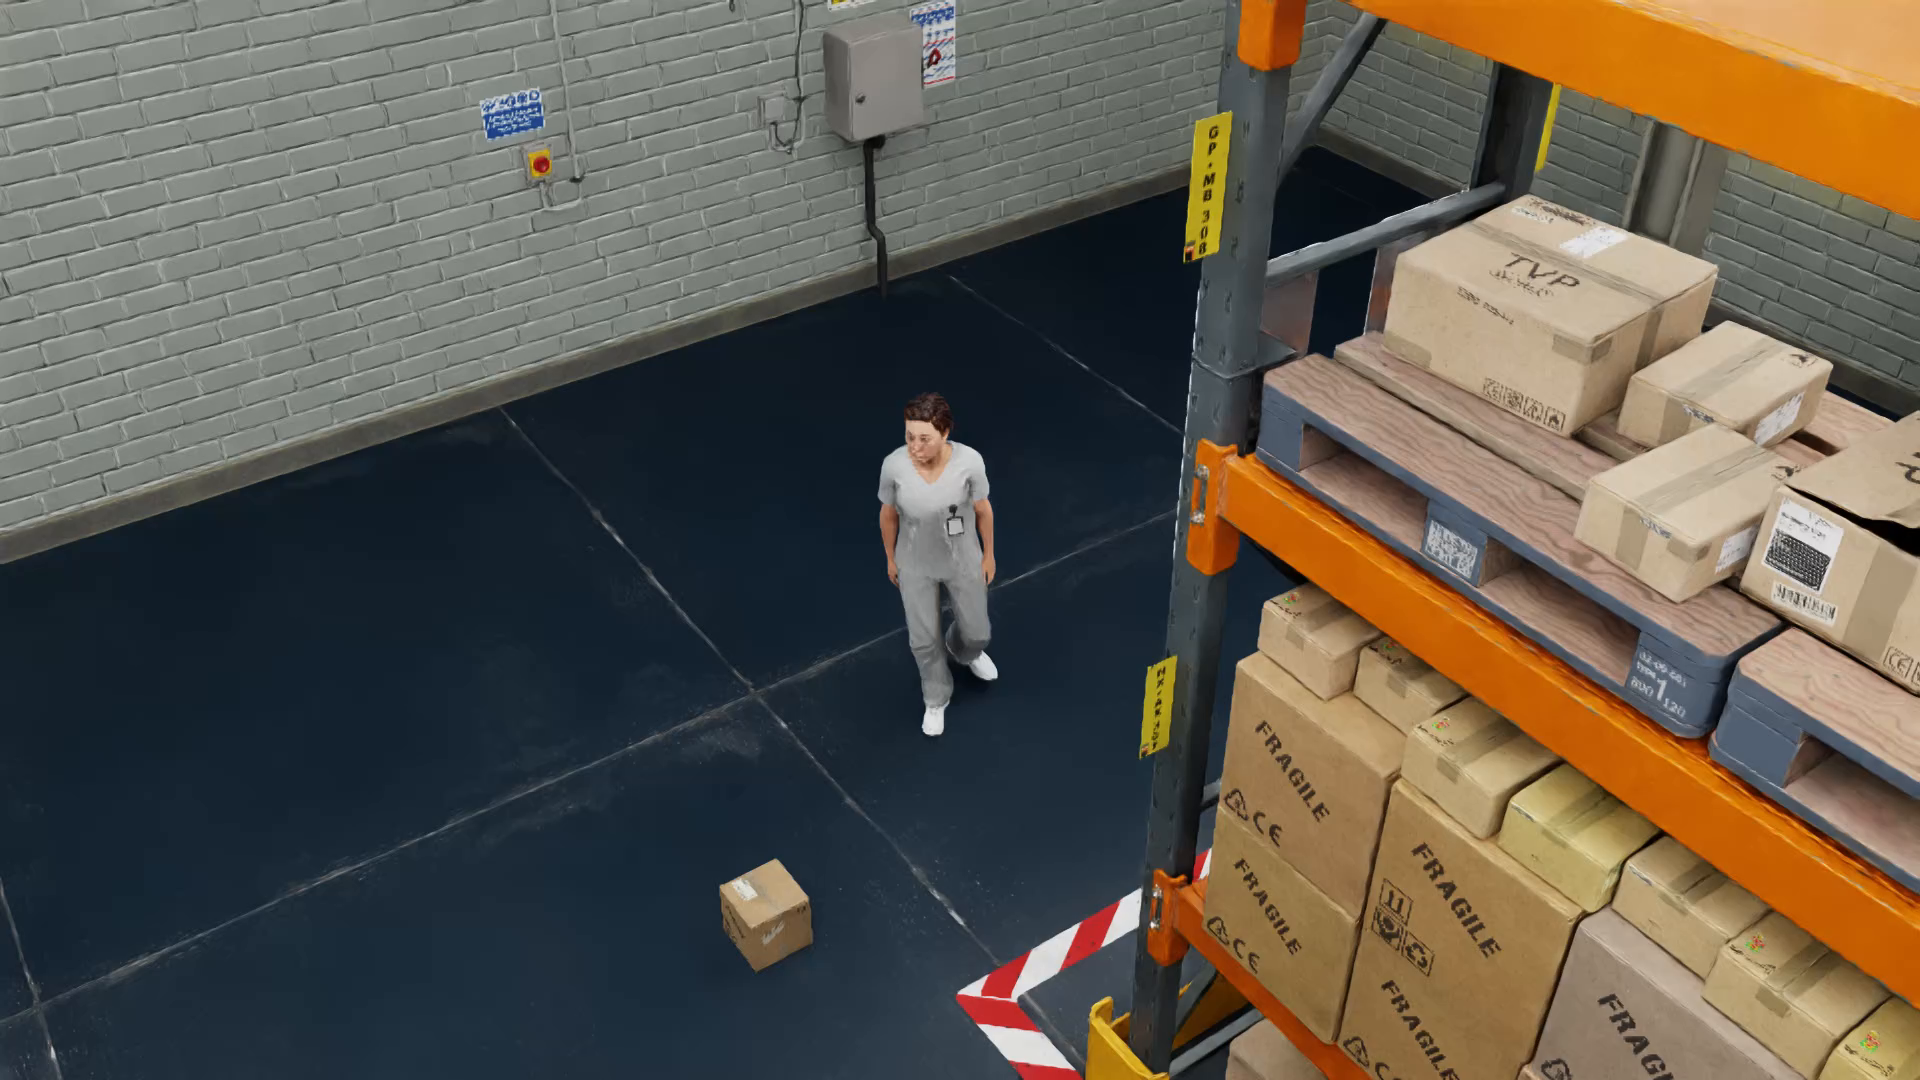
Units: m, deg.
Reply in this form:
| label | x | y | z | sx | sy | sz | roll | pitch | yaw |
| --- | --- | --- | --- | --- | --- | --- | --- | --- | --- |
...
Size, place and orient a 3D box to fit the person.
| label | x | y | z | sx | sy | sz | roll | pitch | yaw |
| --- | --- | --- | --- | --- | --- | --- | --- | --- | --- |
| person | -0.080 | 0.045 | 6.945 | 0.504 | 1.663 | 0.530 | 0 | 36 | 0 |
